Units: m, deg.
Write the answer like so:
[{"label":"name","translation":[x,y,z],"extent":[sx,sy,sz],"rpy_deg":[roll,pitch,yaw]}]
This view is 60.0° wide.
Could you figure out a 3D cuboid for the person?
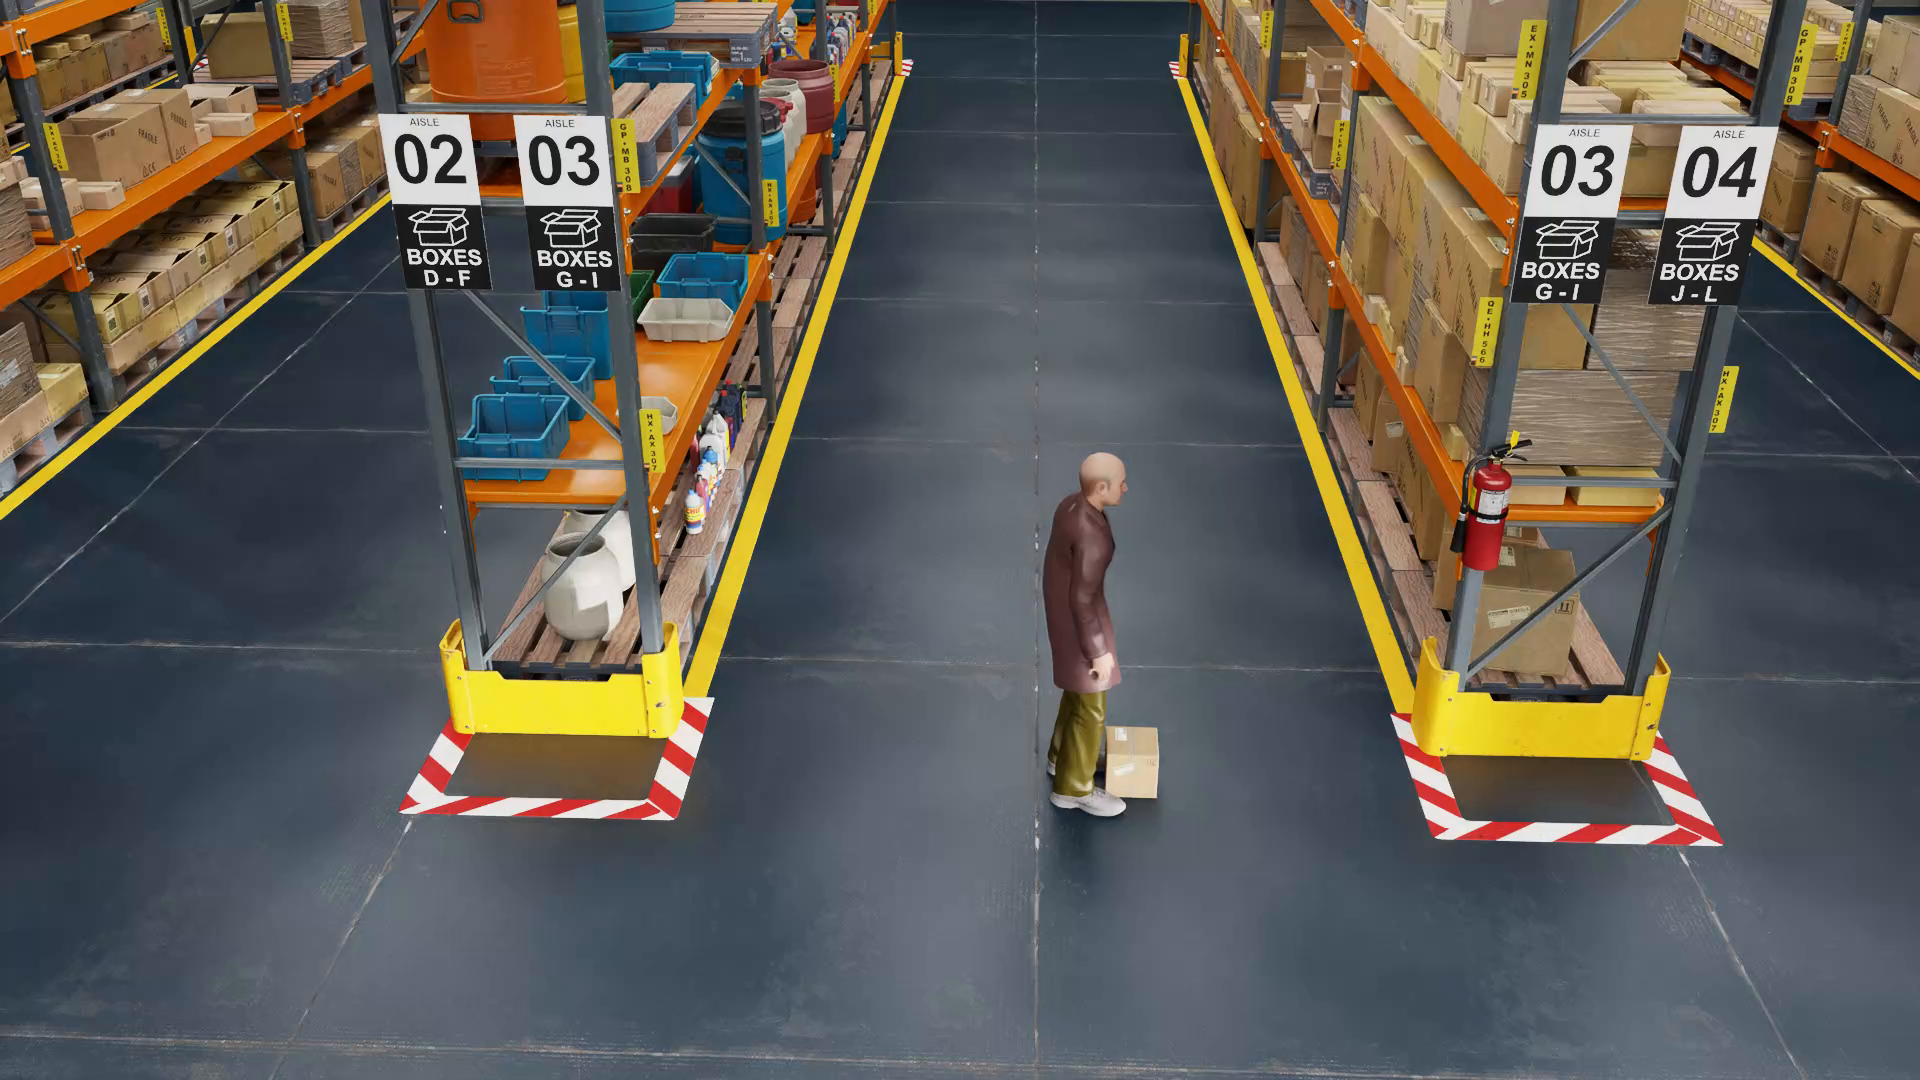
[{"label":"person","translation":[0.596,0.411,7.850],"extent":[0.418,1.774,0.656],"rpy_deg":[0,28,0]}]
